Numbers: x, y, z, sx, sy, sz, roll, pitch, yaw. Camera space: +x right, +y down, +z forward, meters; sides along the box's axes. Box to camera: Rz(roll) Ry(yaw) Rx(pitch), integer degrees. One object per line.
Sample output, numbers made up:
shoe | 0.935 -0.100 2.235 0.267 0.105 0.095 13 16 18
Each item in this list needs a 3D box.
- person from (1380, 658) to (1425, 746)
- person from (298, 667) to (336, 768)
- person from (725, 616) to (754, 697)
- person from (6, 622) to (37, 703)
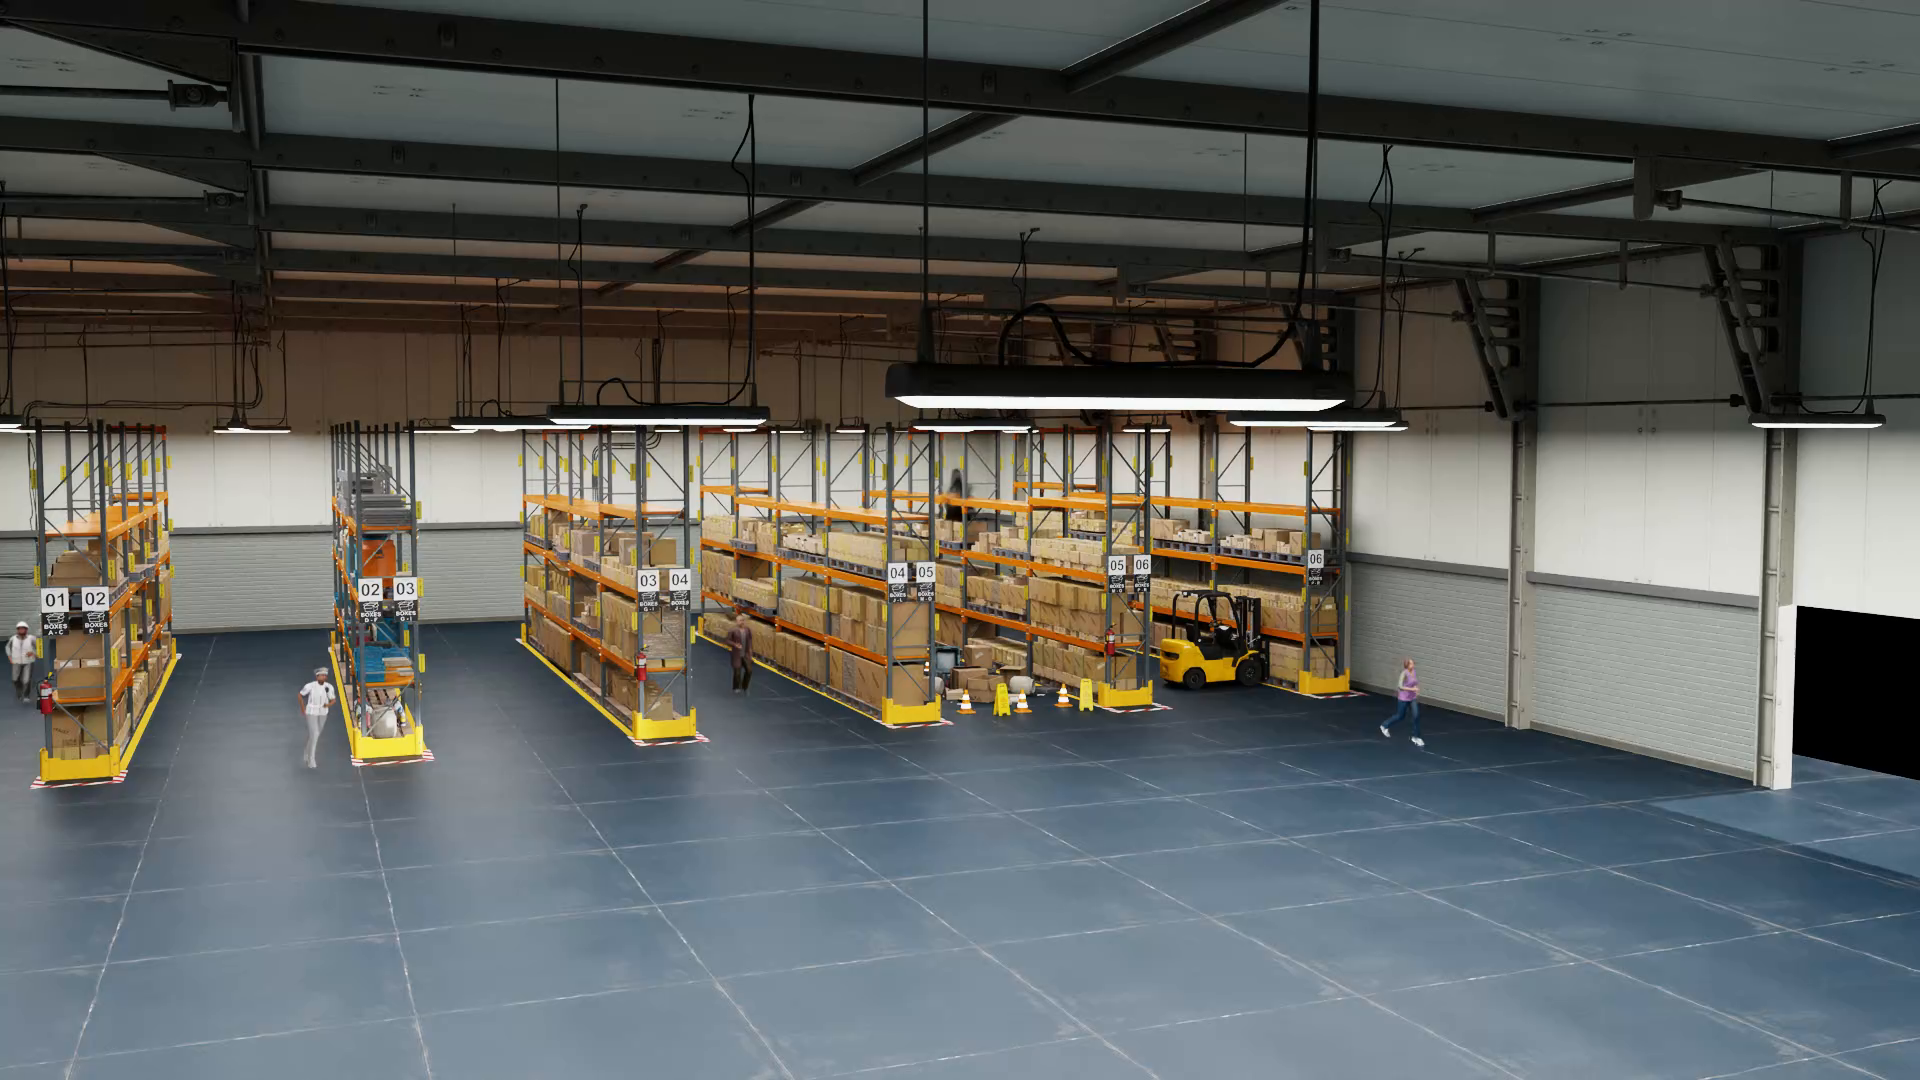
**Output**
person | 8.290 2.996 31.002 0.550 1.587 0.885 -3 4 -37
person | -11.228 3.085 29.068 0.566 1.730 0.683 -4 5 -45
person | -4.827 2.571 36.553 0.701 1.816 0.780 -2 4 -27
person | -20.047 2.628 35.571 0.703 1.743 0.542 -1 4 -19
